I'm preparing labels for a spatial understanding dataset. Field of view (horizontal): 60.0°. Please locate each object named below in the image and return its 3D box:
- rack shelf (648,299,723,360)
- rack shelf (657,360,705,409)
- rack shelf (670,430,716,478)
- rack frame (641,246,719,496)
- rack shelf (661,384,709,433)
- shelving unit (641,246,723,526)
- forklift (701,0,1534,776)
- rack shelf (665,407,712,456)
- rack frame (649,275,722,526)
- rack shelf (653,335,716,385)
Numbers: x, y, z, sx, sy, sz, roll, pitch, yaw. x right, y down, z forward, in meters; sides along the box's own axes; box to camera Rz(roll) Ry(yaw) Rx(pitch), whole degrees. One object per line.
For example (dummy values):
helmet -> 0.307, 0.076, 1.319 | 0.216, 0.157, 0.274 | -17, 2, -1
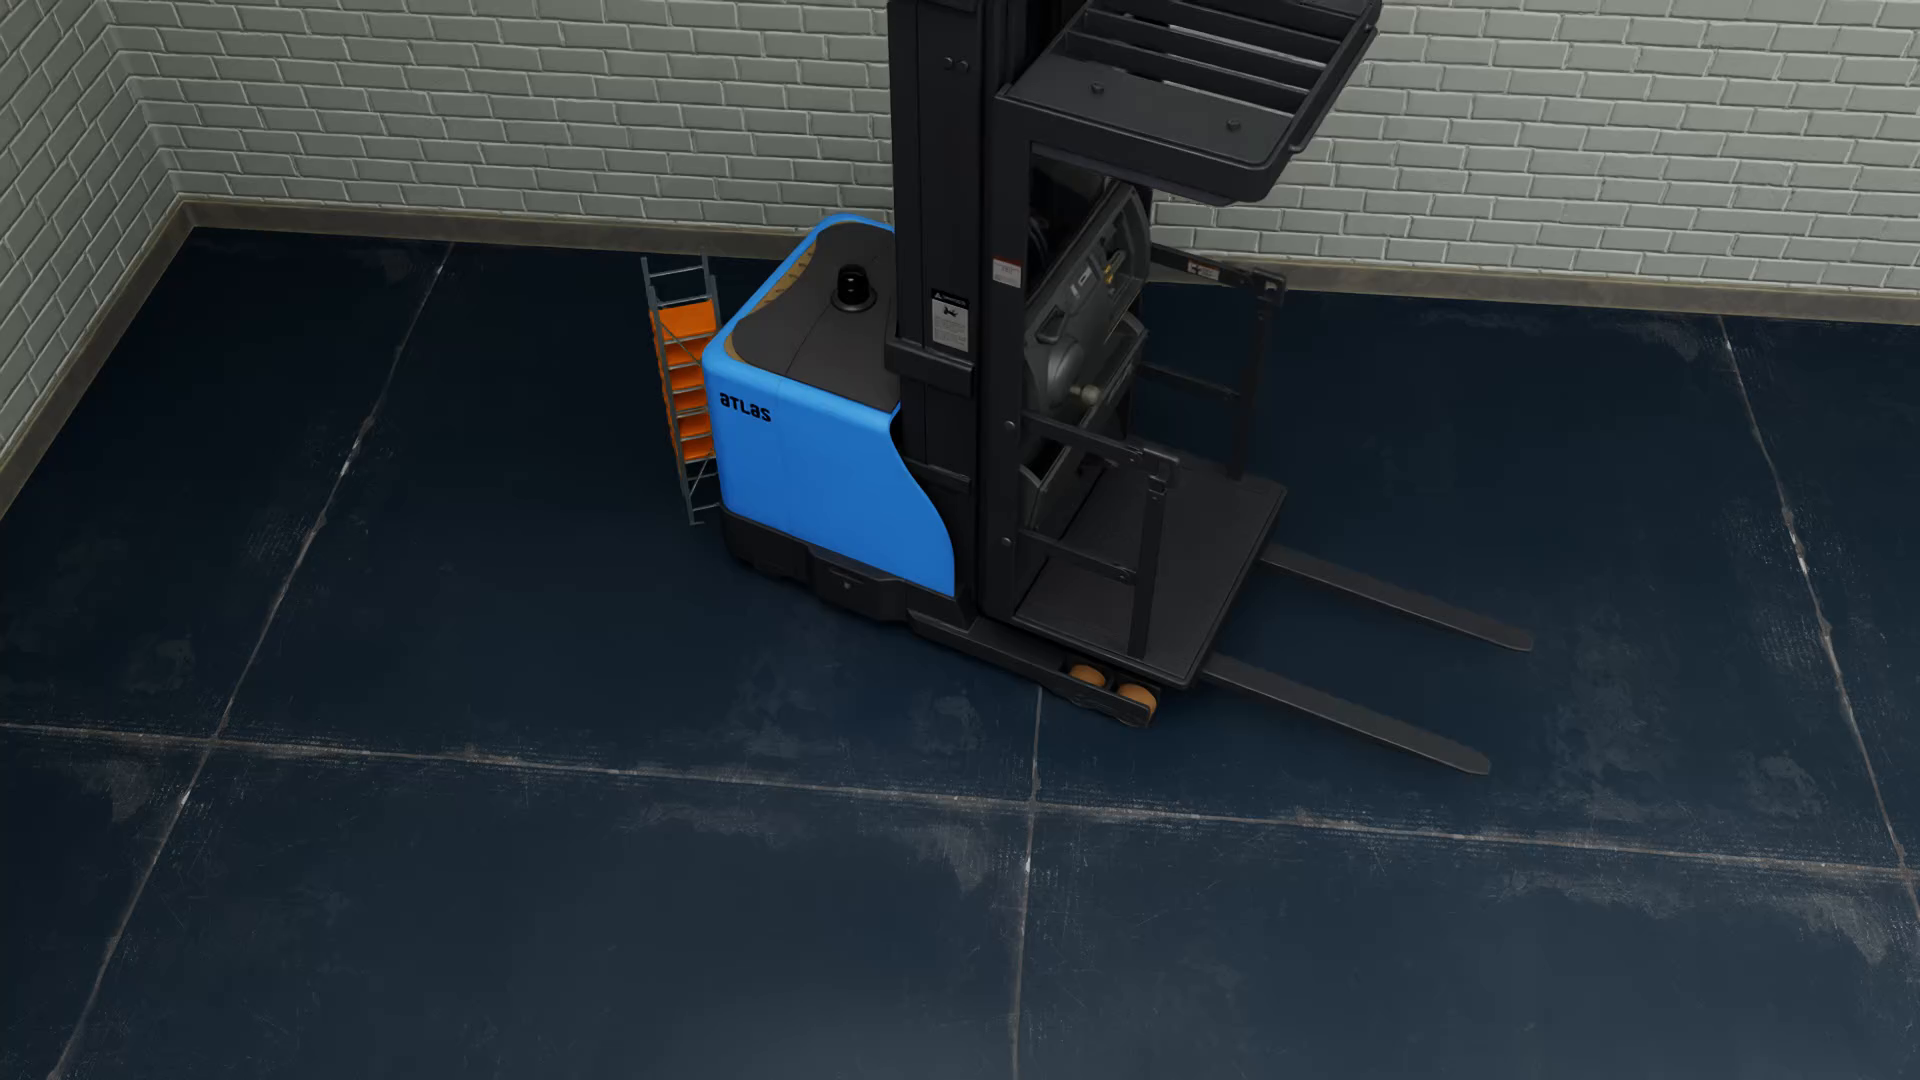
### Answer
rack shelf -> -1.021, -0.791, 6.228 | 0.258, 0.103, 0.180 | -12, 46, -11
rack shelf -> -1.019, -0.622, 6.399 | 0.258, 0.103, 0.180 | -12, 46, -11
rack shelf -> -1.016, -0.369, 6.655 | 0.258, 0.103, 0.180 | -12, 46, -11
rack frame -> -1.044, -0.631, 6.514 | 0.240, 1.200, 0.006 | -12, 46, -11
rack shelf -> -1.018, -0.538, 6.484 | 0.258, 0.103, 0.180 | -12, 46, -11
shelving unit -> -1.018, -0.569, 6.452 | 0.258, 1.200, 0.189 | -12, 46, -11
forklift -> 0.610, -0.754, 5.453 | 3.031, 2.935, 1.130 | 20, 51, 18
rack shelf -> -1.017, -0.454, 6.569 | 0.258, 0.103, 0.180 | -12, 46, -11
rack frame -> -0.992, -0.507, 6.391 | 0.240, 1.200, 0.006 | -12, 46, -11
rack shelf -> -1.020, -0.707, 6.313 | 0.258, 0.103, 0.180 | -12, 46, -11
